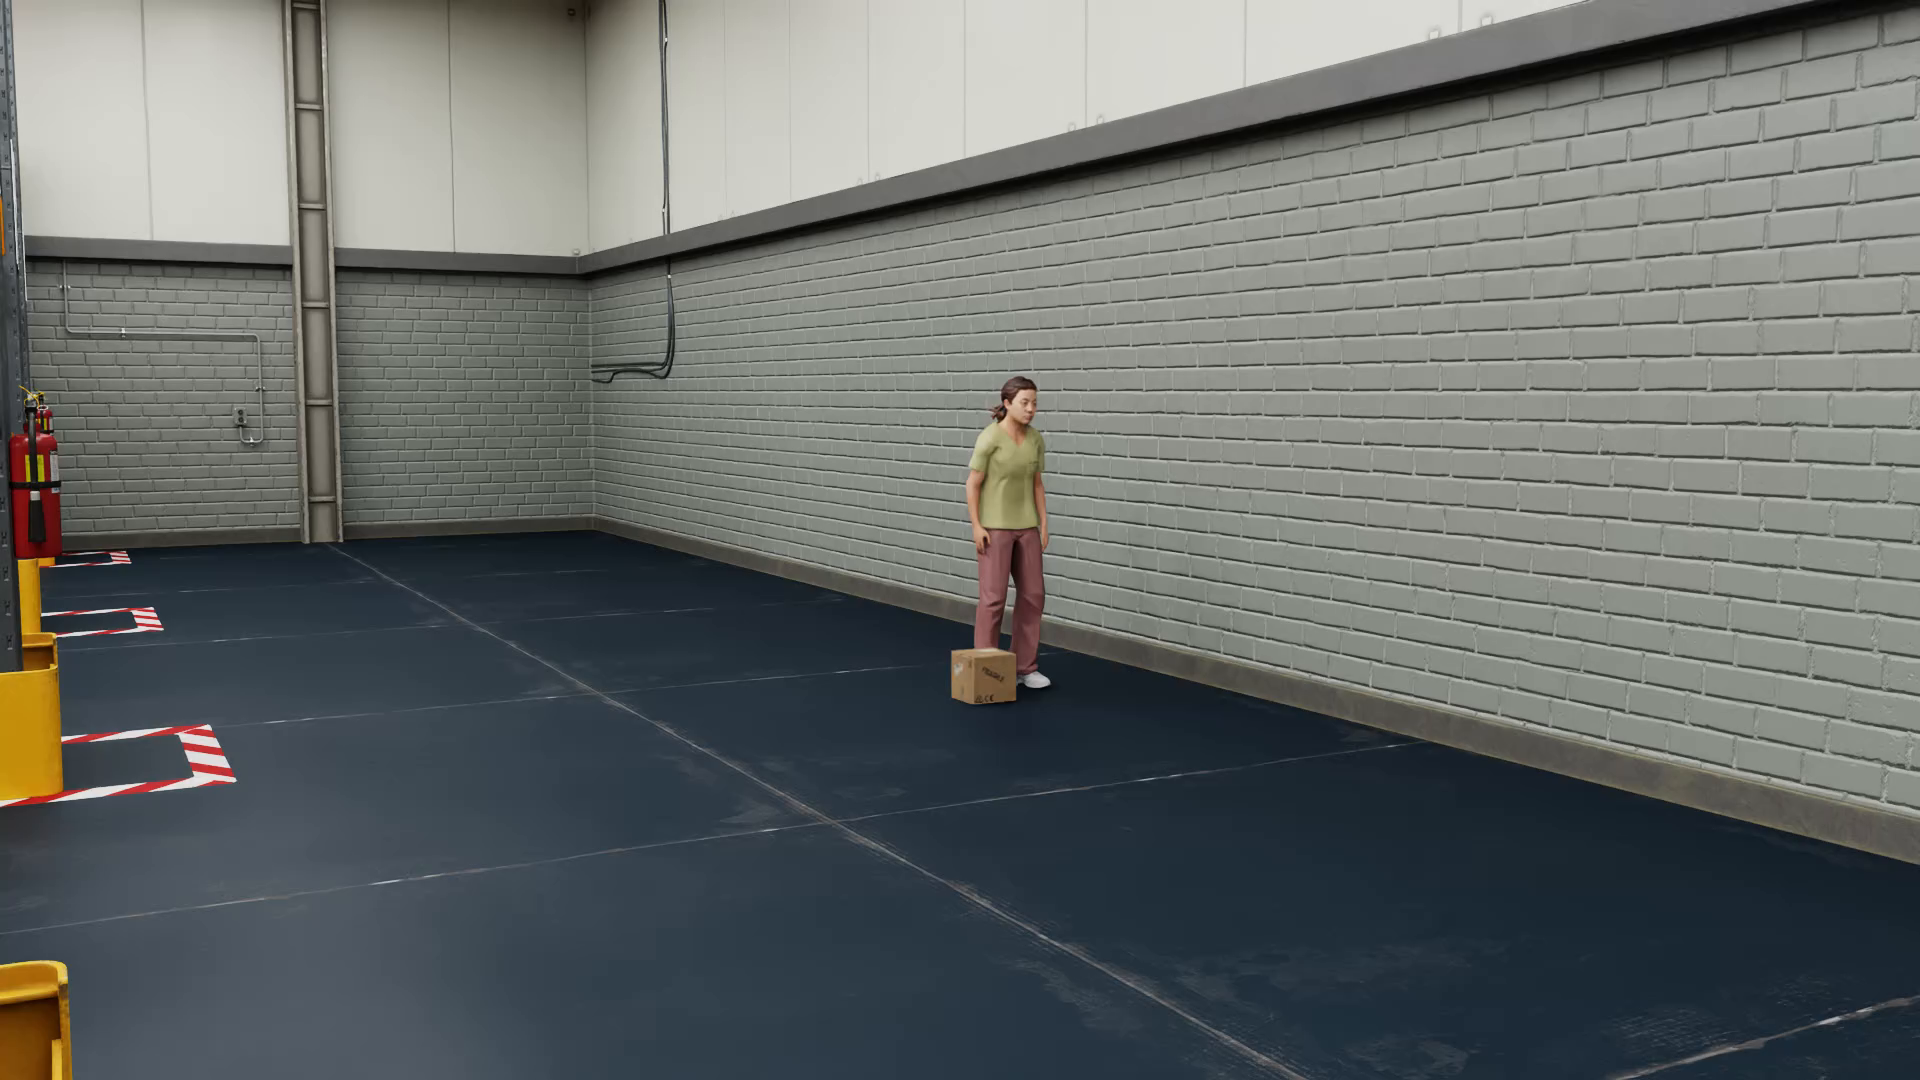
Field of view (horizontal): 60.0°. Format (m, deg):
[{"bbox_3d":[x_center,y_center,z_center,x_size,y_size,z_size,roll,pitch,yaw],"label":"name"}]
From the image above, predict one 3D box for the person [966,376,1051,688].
[{"bbox_3d":[0.275,-0.038,8.895,0.499,1.672,0.360,-3,6,-31],"label":"person"}]
